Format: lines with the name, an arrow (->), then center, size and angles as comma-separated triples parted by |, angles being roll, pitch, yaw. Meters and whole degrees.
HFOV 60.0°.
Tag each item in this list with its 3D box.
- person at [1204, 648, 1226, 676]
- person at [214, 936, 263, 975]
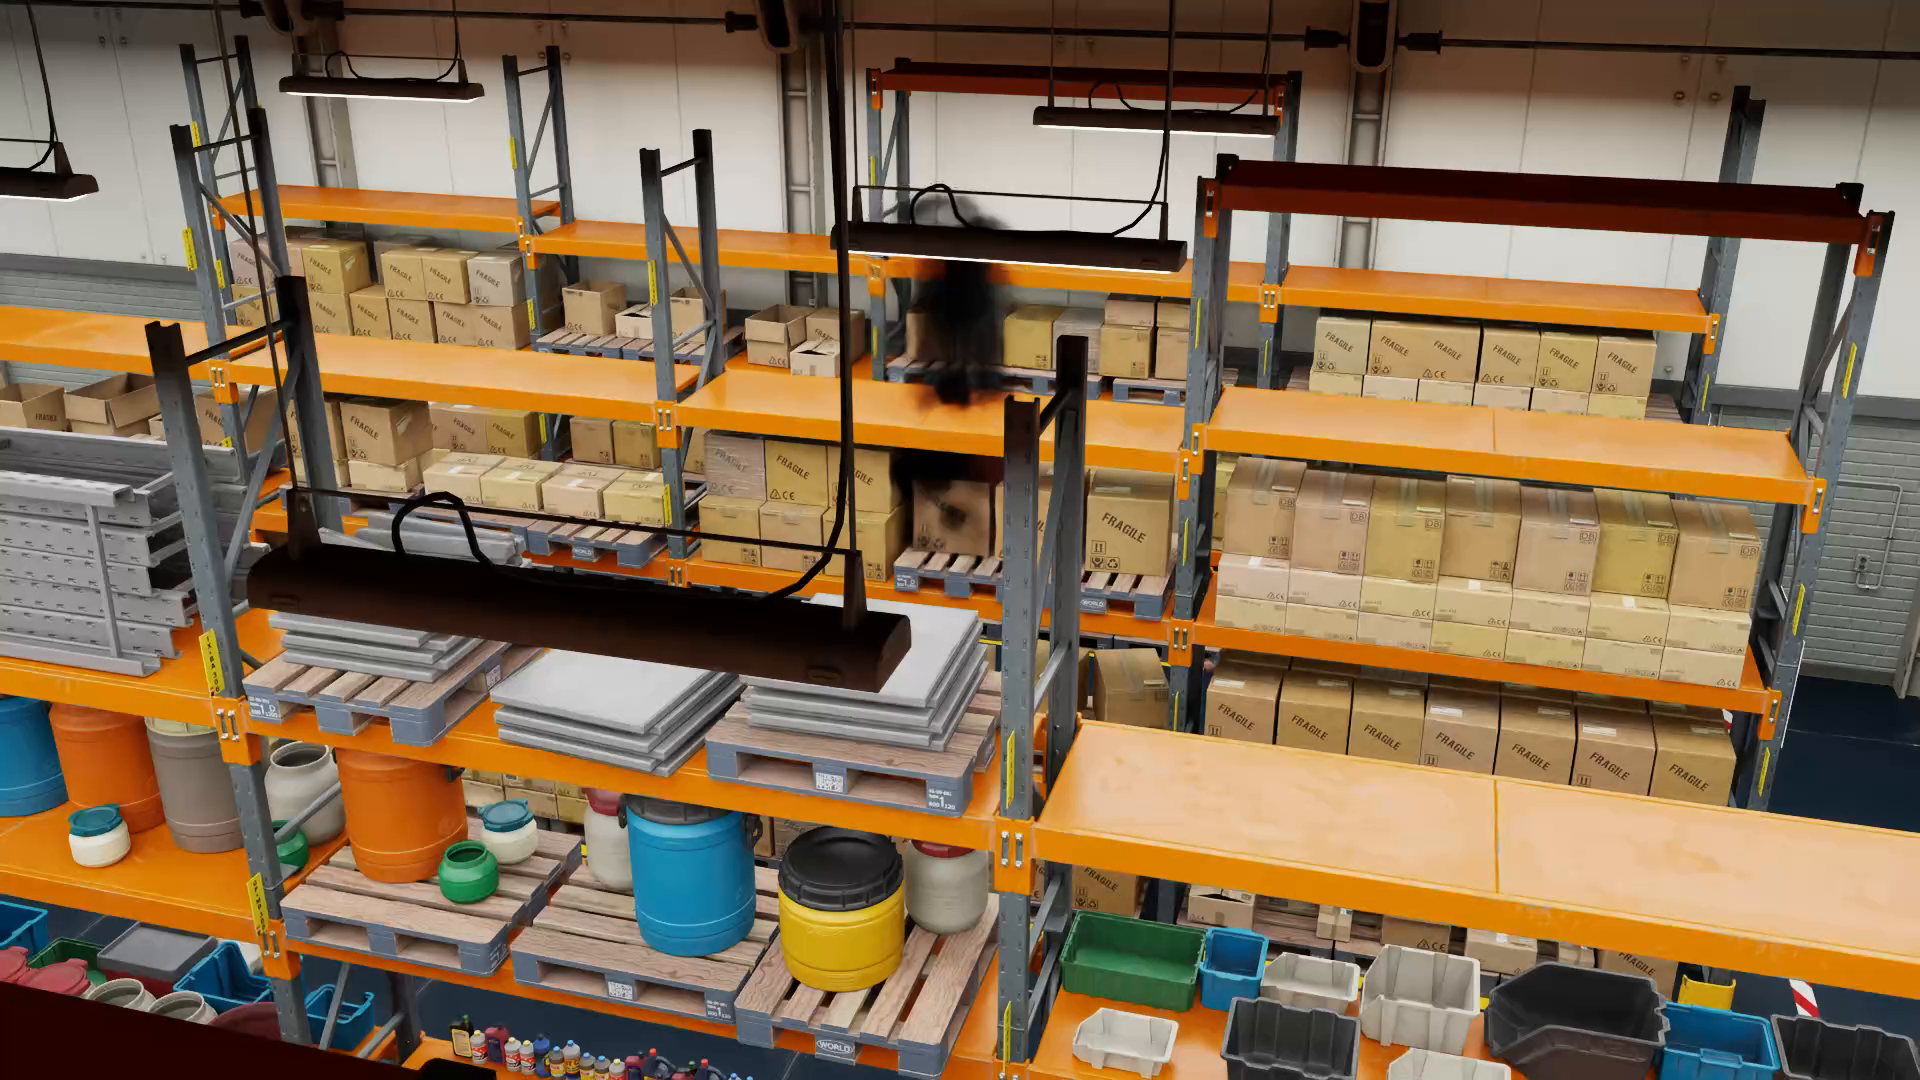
person -> 2.532, 1.395, 15.070 | 1.047, 1.802, 0.704 | 6, 23, 15
person -> -4.945, 2.990, 11.540 | 0.806, 1.624, 0.619 | 11, 25, 25
